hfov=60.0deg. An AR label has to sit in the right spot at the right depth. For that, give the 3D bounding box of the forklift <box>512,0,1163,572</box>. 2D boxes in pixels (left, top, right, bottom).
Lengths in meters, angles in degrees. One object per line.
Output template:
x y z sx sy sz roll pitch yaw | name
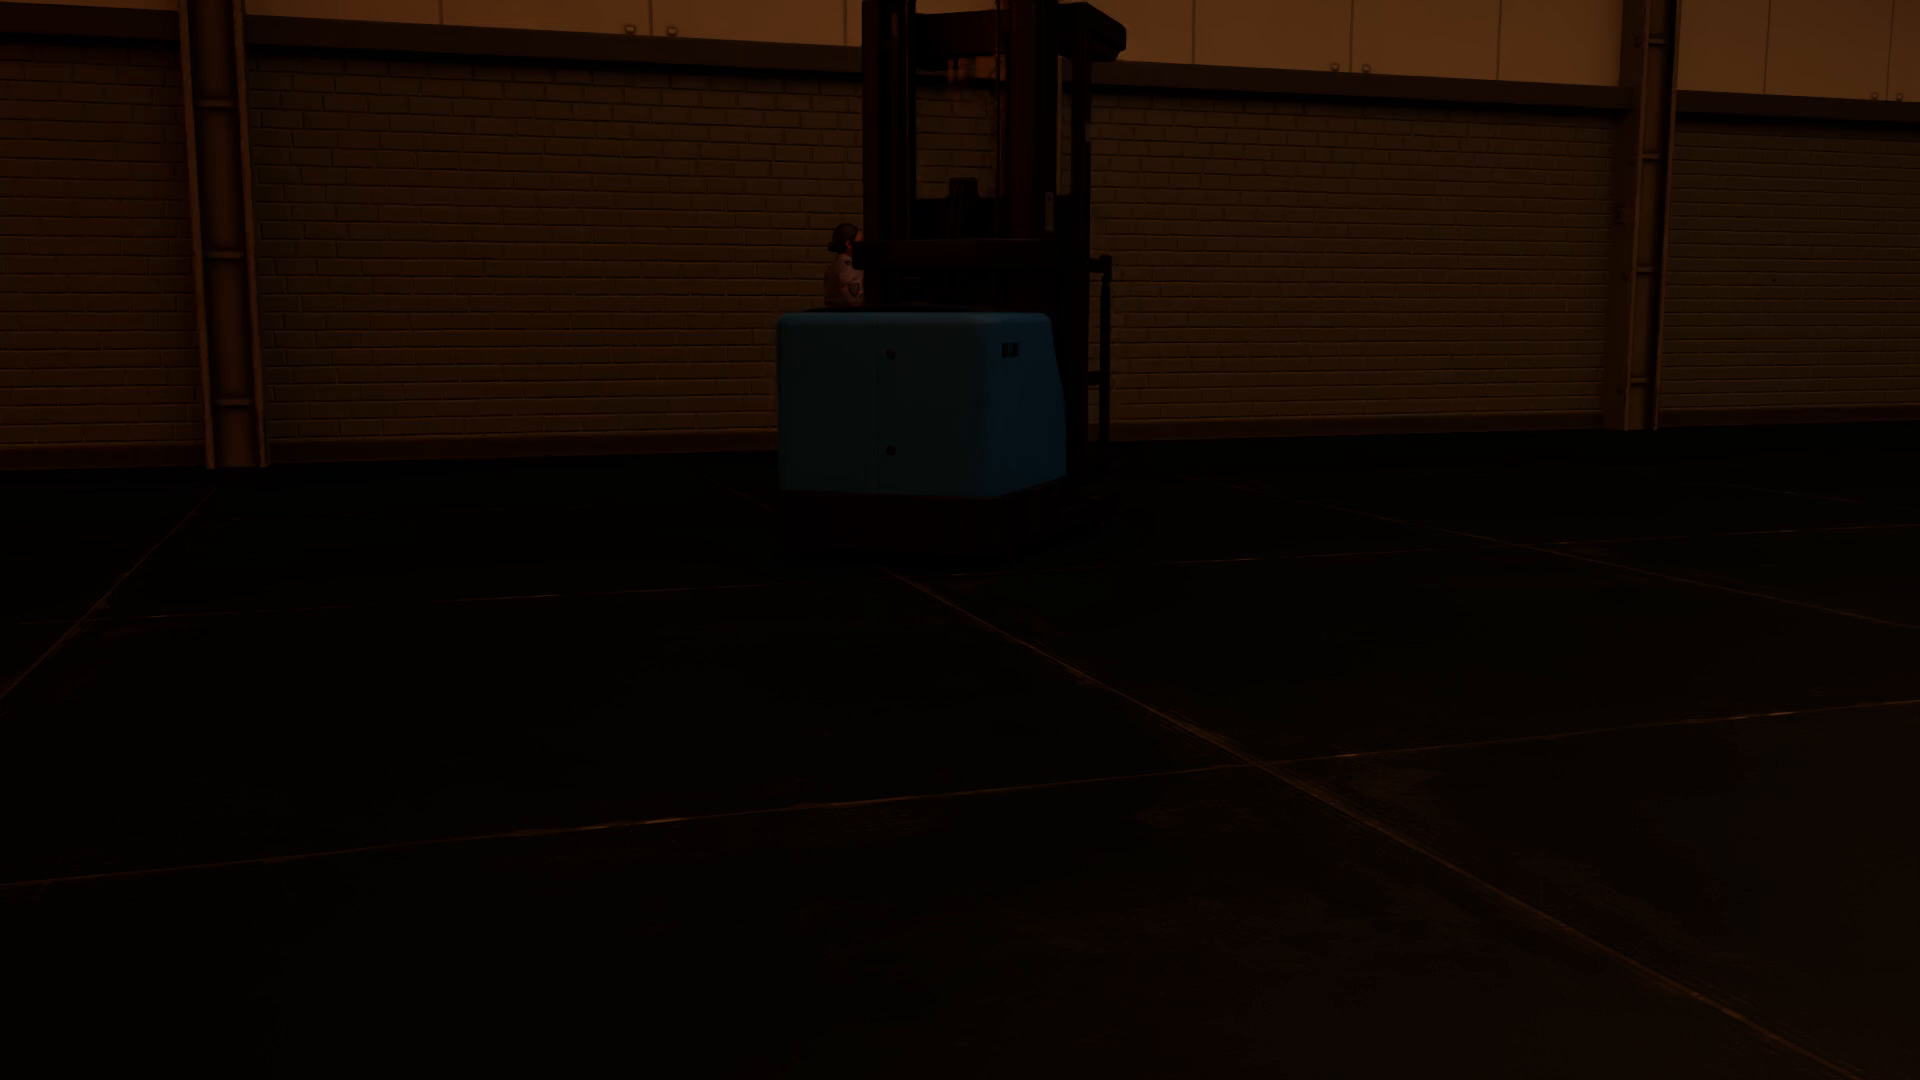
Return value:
-0.461 -1.399 7.333 3.031 2.935 1.130 -7 10 -40 | forklift
